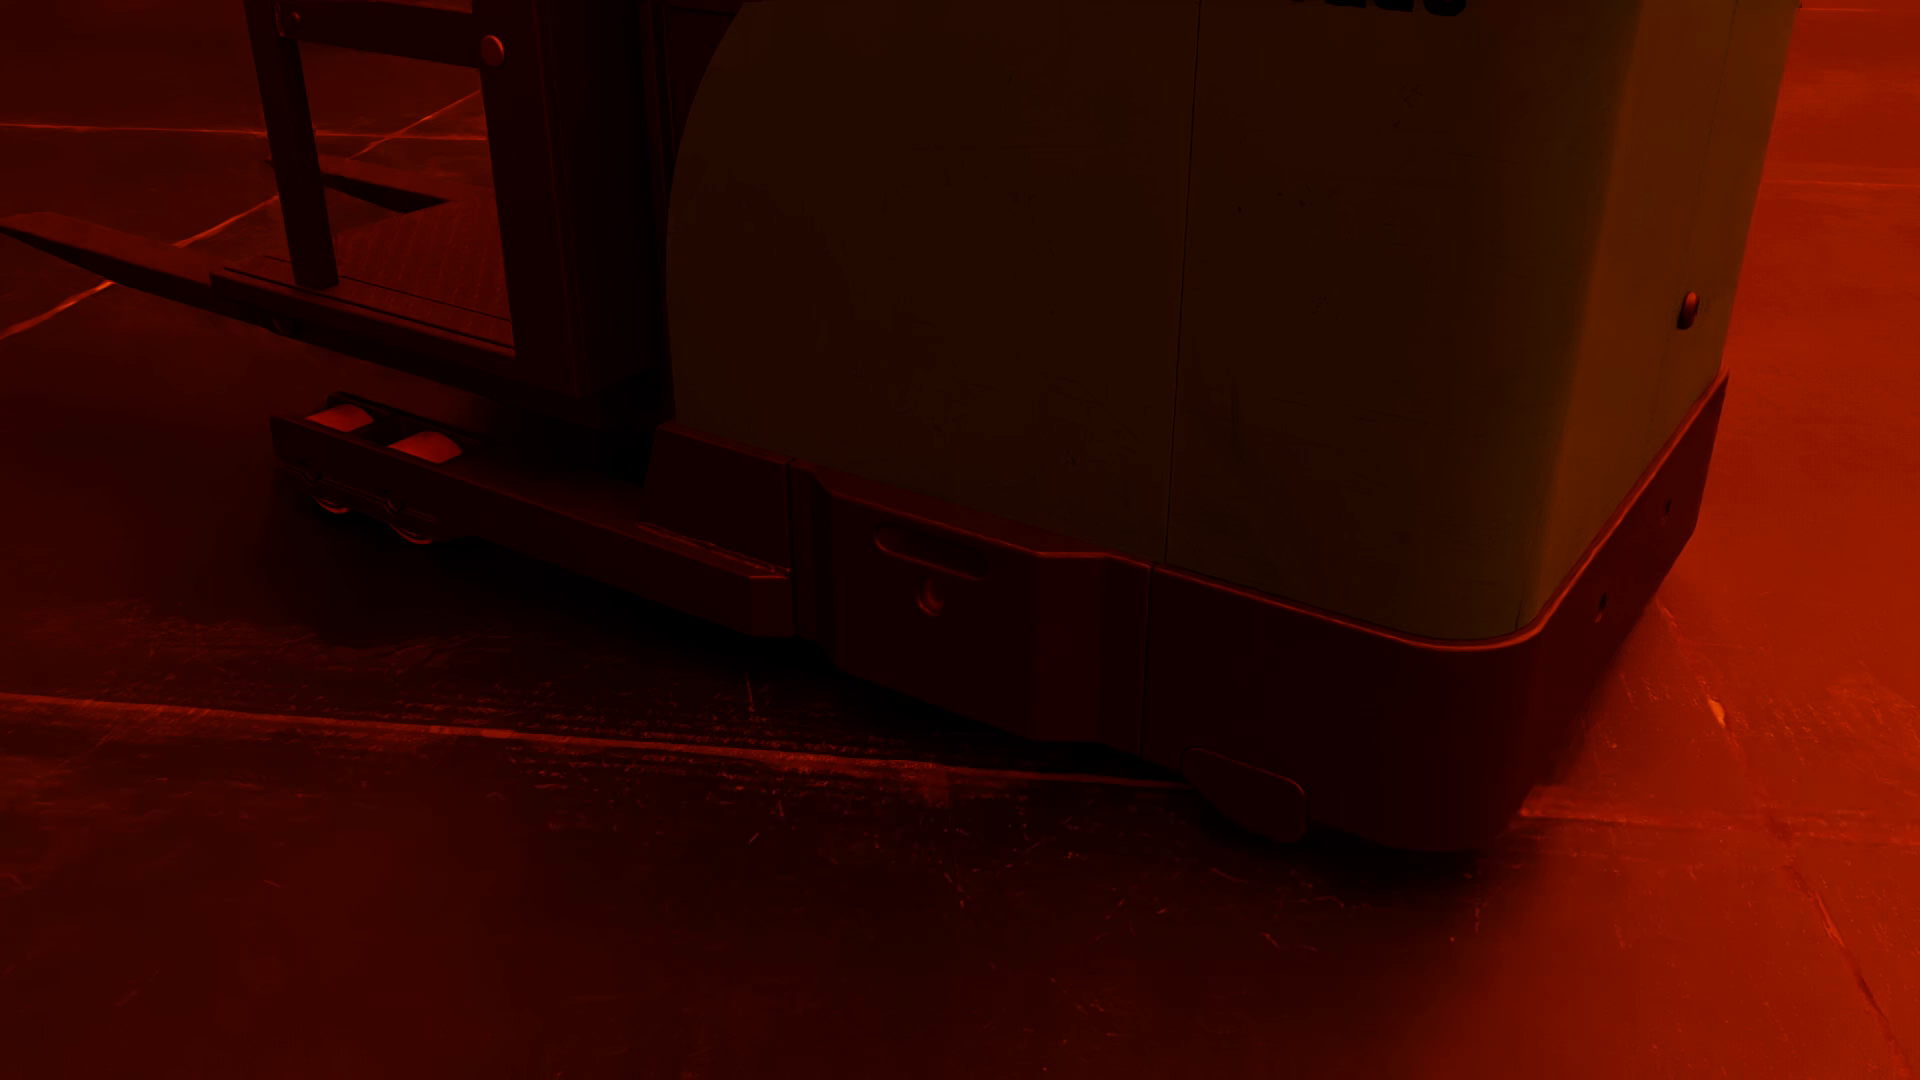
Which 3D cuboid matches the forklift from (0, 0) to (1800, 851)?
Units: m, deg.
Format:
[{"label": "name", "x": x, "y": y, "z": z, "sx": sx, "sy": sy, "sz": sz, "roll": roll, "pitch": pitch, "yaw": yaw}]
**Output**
[{"label": "forklift", "x": -0.448, "y": -1.481, "z": 2.186, "sx": 3.031, "sy": 2.935, "sz": 1.130, "roll": 17, "pitch": 31, "yaw": 30}]
